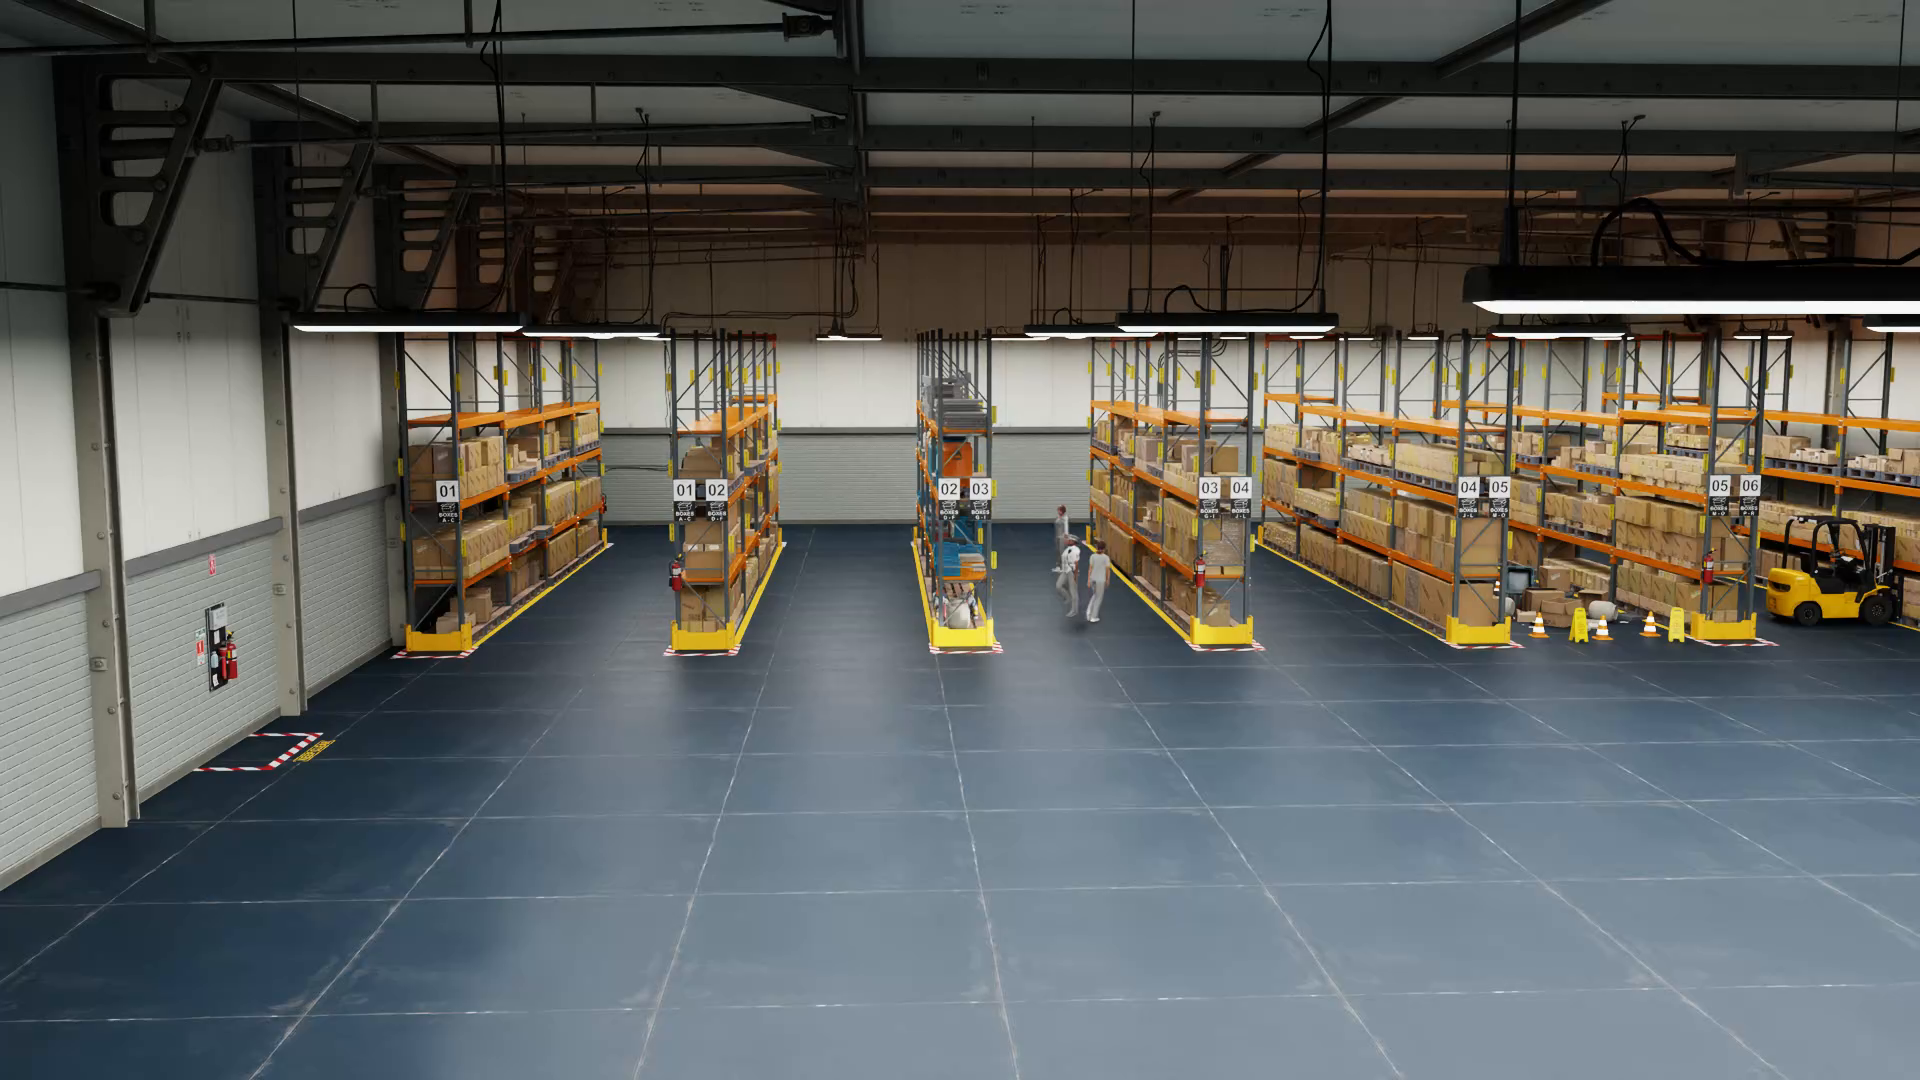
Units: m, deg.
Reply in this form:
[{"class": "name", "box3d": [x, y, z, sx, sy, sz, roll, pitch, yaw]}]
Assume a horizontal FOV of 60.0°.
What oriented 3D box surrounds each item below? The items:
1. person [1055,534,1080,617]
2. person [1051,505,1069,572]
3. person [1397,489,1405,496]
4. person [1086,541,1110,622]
[{"class": "person", "box3d": [2.276, 0.724, 34.795, 0.519, 1.704, 0.539, -3, 7, -26]}, {"class": "person", "box3d": [2.398, -0.036, 39.745, 0.322, 1.628, 0.485, -2, 7, -14]}, {"class": "person", "box3d": [13.196, -1.052, 50.162, 1.096, 1.736, 0.623, -2, 7, -20]}, {"class": "person", "box3d": [2.856, 0.855, 34.193, 0.429, 1.675, 0.500, -6, 9, -43]}]
